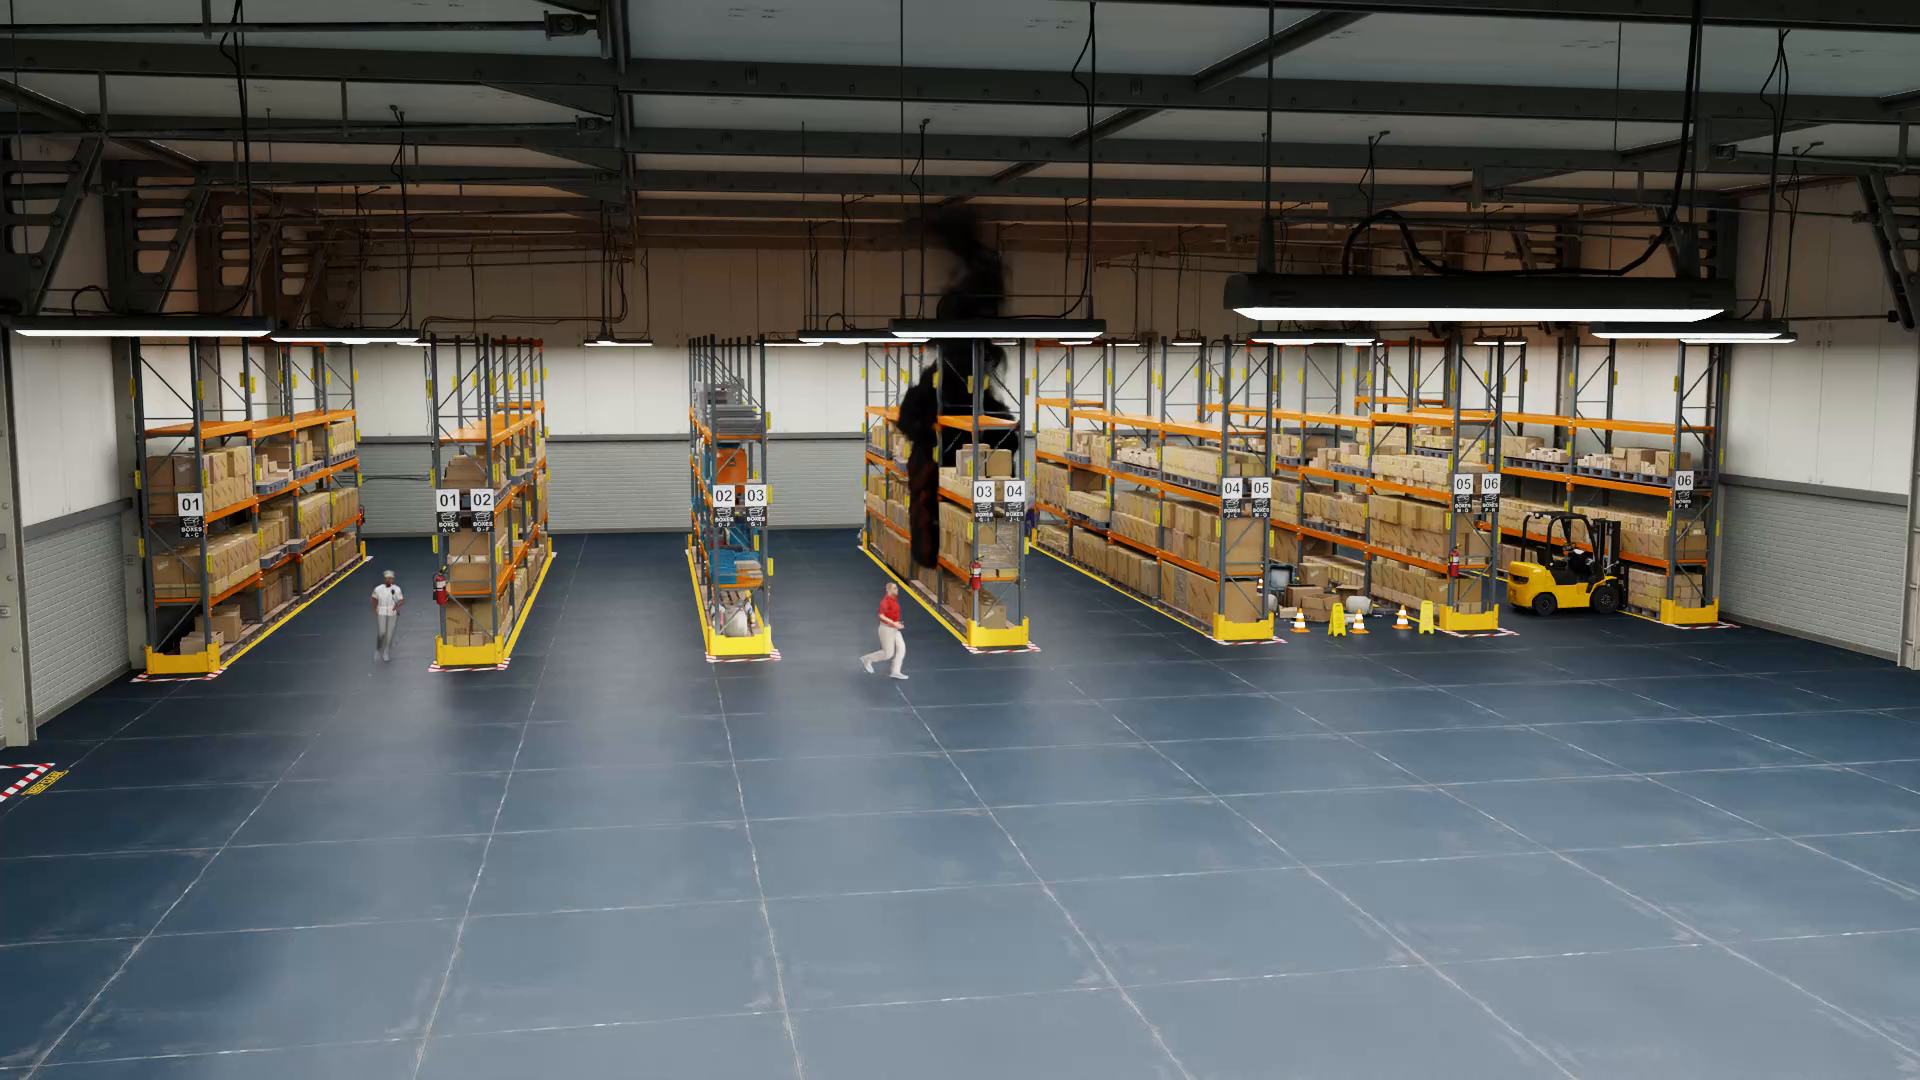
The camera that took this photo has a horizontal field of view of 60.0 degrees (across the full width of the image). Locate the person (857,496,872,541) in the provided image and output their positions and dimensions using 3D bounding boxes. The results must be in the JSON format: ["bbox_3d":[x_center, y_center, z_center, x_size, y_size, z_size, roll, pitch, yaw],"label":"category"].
[{"bbox_3d":[-2.585,-0.801,49.079,0.942,1.761,0.696,1,7,7],"label":"person"}]

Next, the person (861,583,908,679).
[{"bbox_3d":[-1.287,1.579,28.947,0.816,1.693,0.653,2,7,16],"label":"person"}]

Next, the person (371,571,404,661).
[{"bbox_3d":[-10.557,1.404,30.697,0.576,1.663,0.568,-2,7,-20],"label":"person"}]

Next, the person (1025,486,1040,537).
[{"bbox_3d":[2.187,-0.795,49.946,0.684,1.673,0.614,-1,7,-11],"label":"person"}]
